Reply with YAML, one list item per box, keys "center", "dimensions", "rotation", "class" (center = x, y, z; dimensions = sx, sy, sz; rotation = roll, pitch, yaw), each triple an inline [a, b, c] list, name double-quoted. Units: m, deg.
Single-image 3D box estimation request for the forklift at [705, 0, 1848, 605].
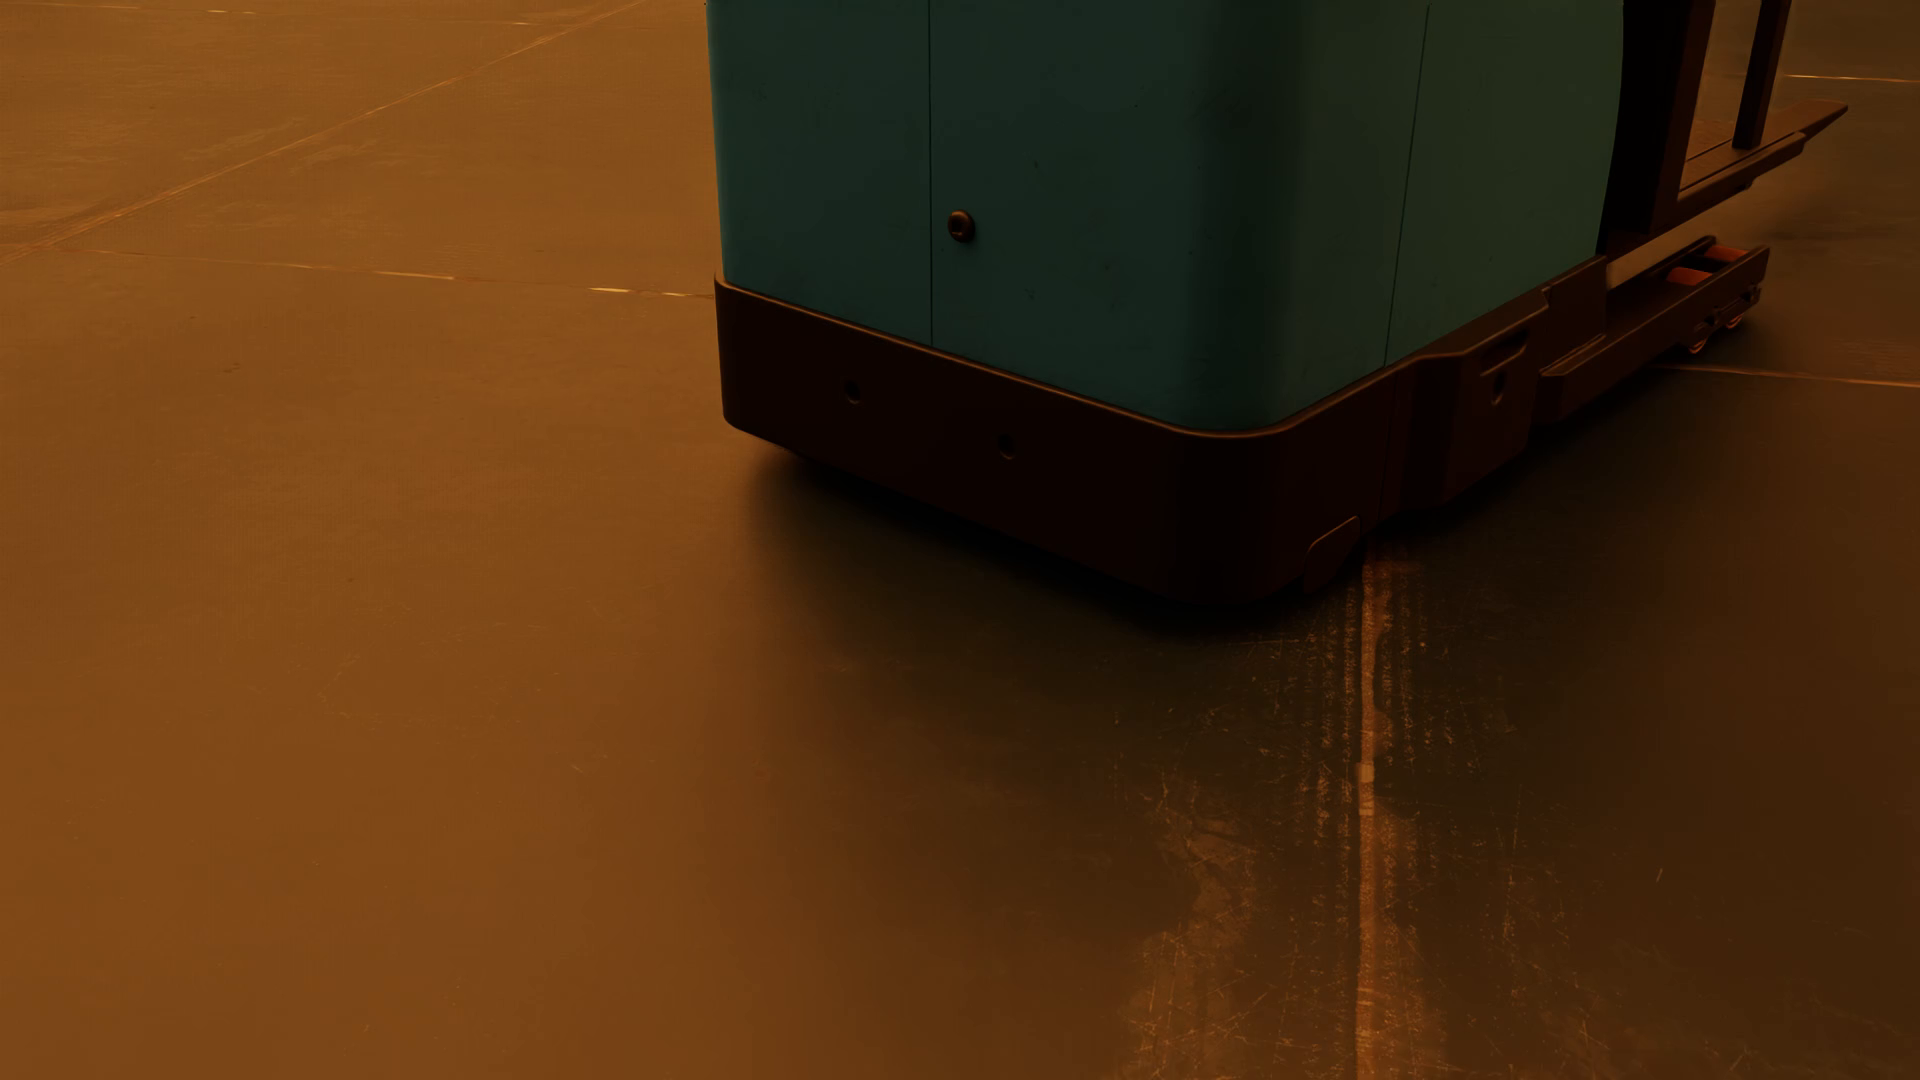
- center: [0.968, -1.803, 2.819]
  dimensions: [1.130, 2.935, 3.031]
  rotation: [22, 34, 37]
  class: "forklift"
